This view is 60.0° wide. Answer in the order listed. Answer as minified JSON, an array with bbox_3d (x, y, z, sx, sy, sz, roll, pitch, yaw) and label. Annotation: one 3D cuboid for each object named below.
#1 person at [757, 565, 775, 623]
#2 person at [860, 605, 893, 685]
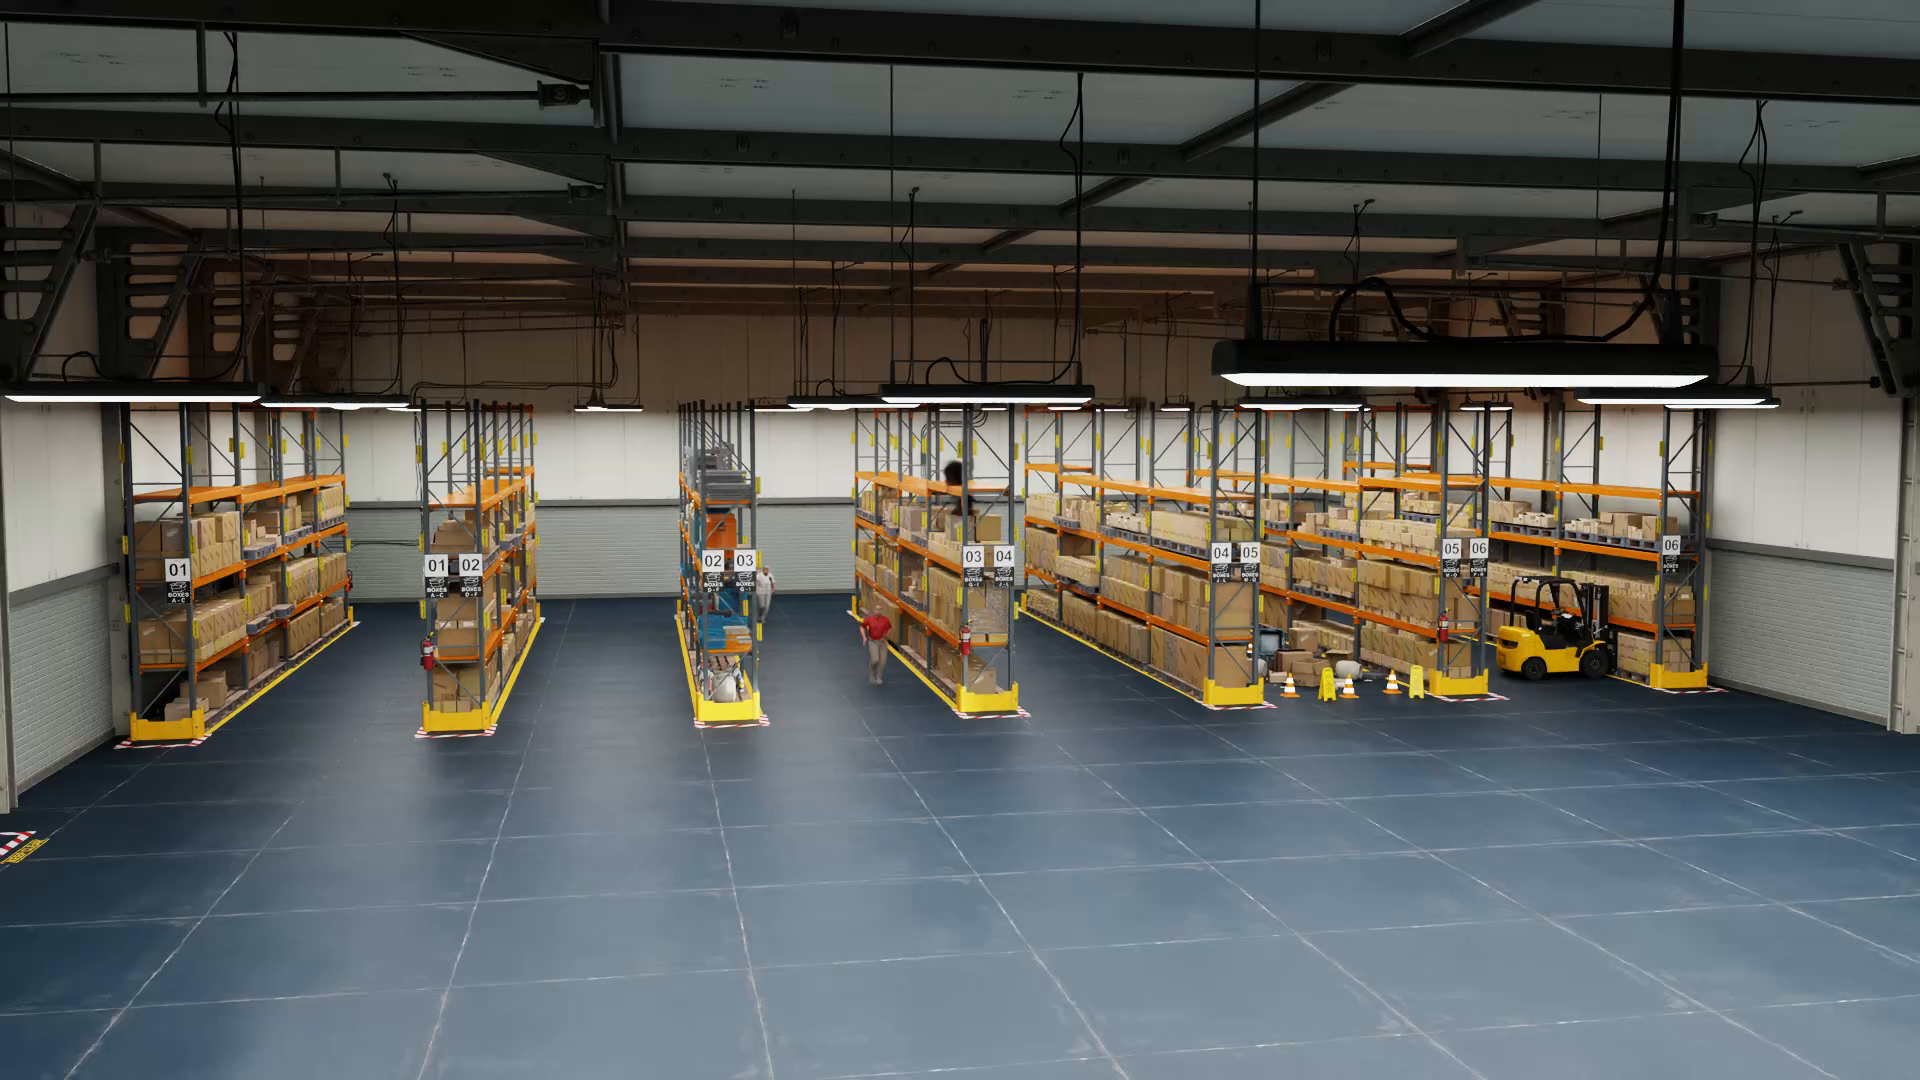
[{"bbox_3d":[-5.353,1.487,45.632,0.617,1.606,0.598,-2,5,-28],"label":"person"},{"bbox_3d":[-1.731,2.220,35.105,0.654,1.698,0.647,-1,5,-17],"label":"person"}]
